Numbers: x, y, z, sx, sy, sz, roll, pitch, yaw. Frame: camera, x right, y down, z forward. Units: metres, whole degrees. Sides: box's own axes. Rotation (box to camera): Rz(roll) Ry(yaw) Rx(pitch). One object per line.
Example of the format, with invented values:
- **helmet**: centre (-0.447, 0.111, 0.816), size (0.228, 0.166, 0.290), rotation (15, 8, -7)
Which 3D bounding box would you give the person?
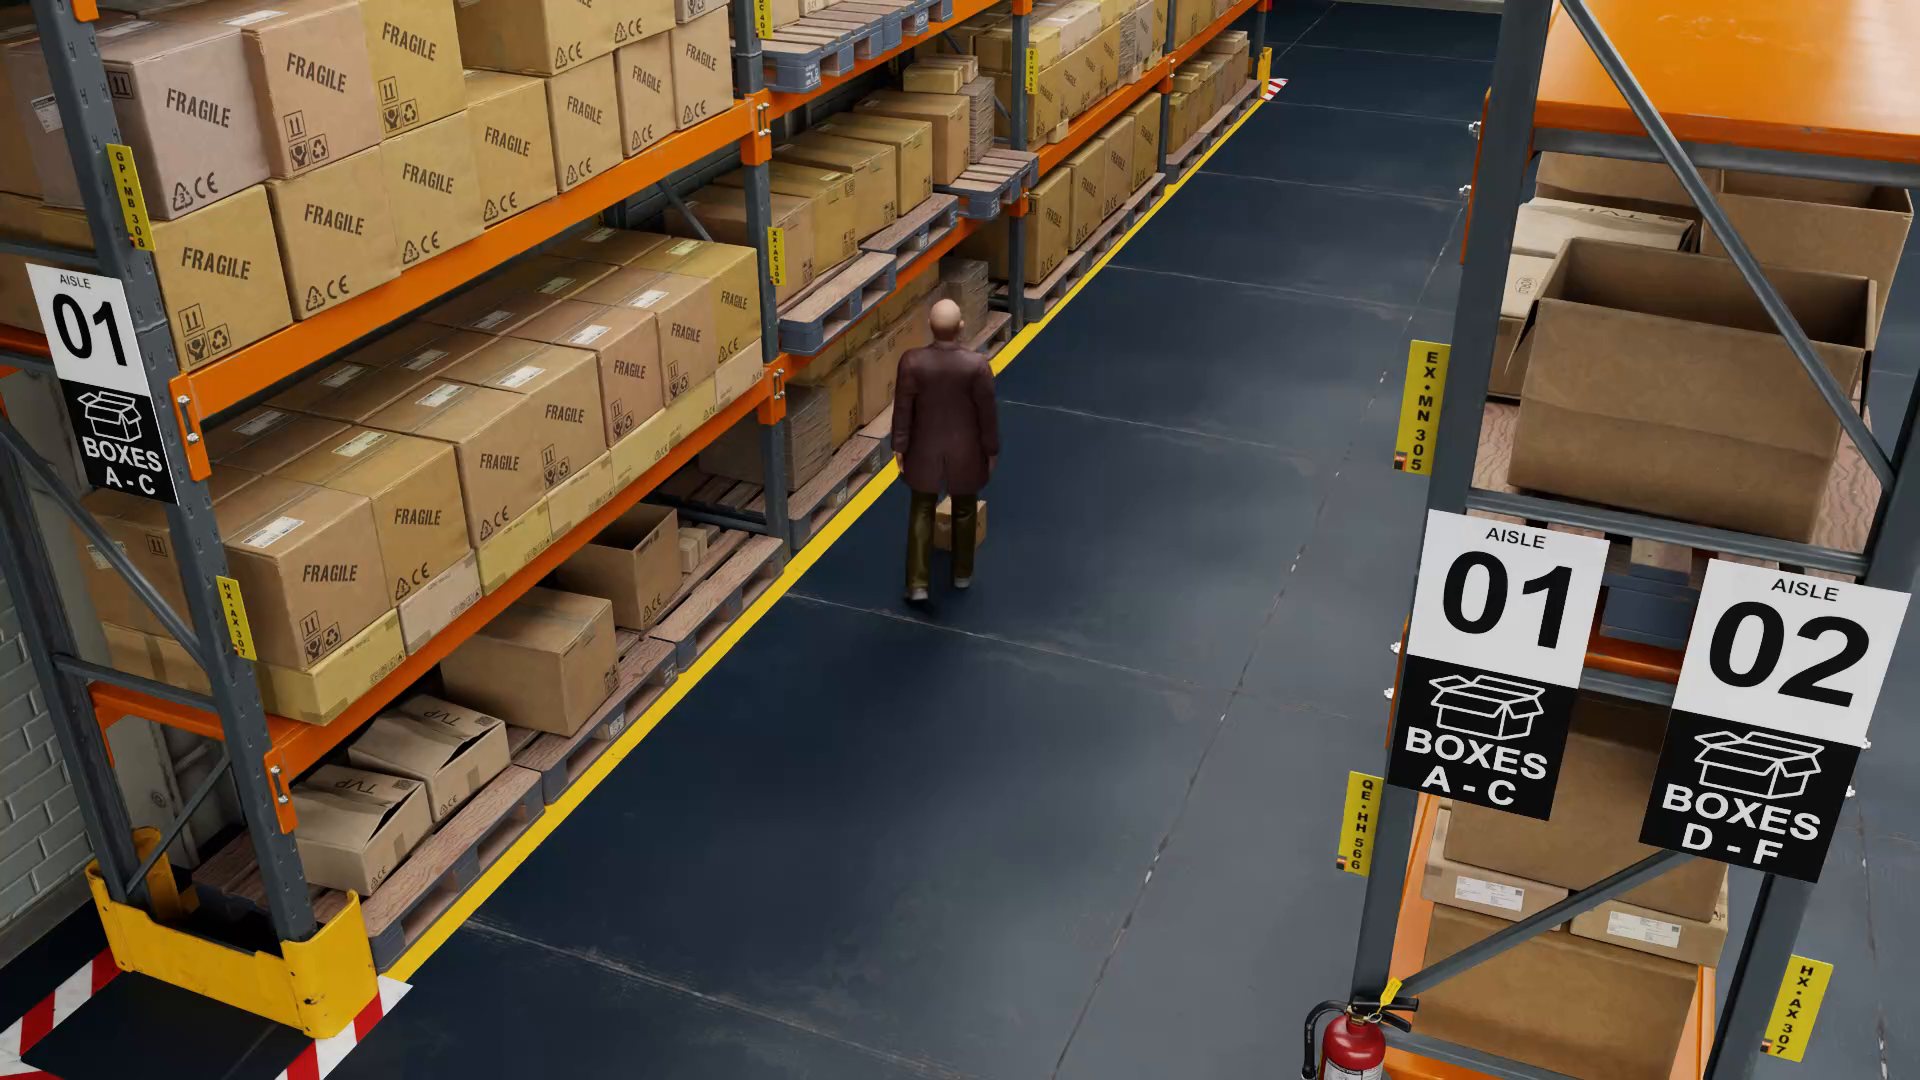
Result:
- **person**: centre (-0.077, -0.501, 9.311), size (0.618, 1.802, 0.691), rotation (4, 29, 7)
